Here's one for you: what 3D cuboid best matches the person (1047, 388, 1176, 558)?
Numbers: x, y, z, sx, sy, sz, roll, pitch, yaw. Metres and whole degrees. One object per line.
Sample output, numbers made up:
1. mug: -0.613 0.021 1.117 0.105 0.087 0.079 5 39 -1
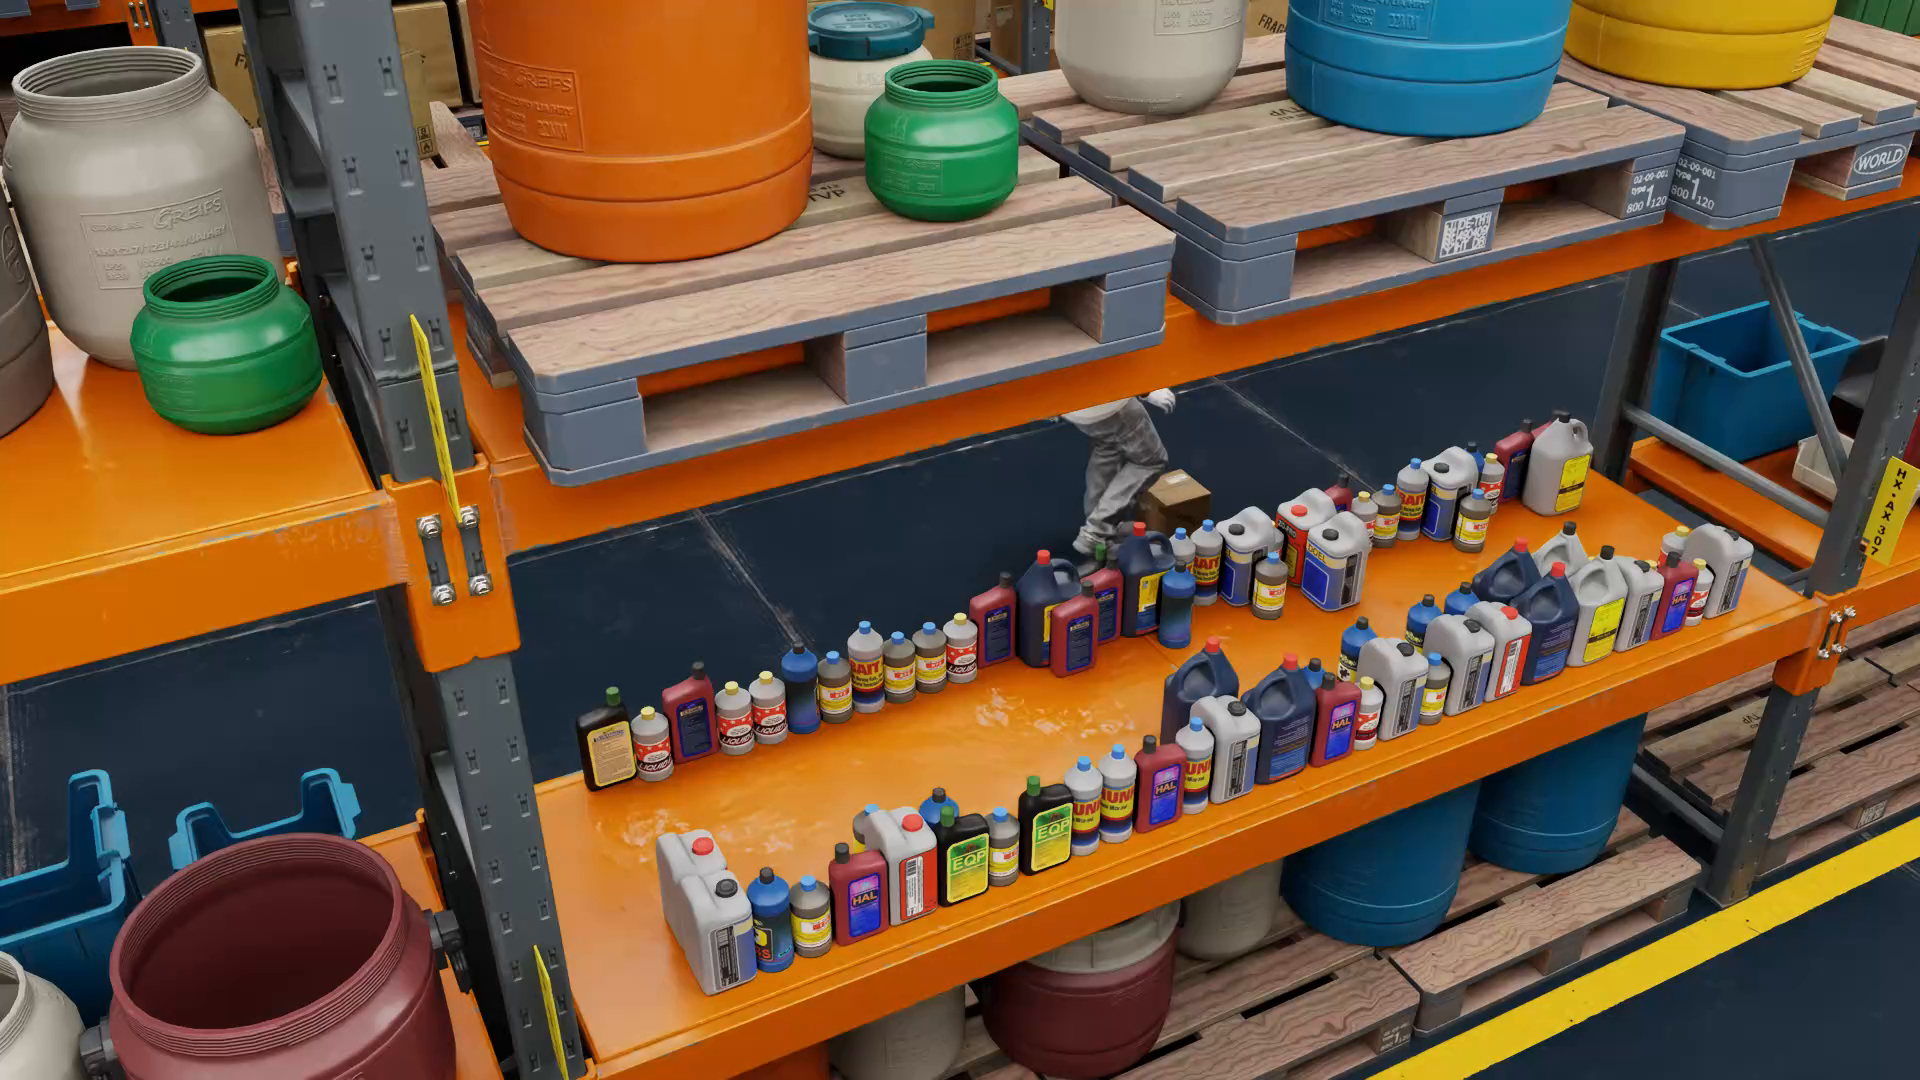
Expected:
1. person: 0.628 -0.657 7.204 0.633 1.728 0.576 -19 37 -27
